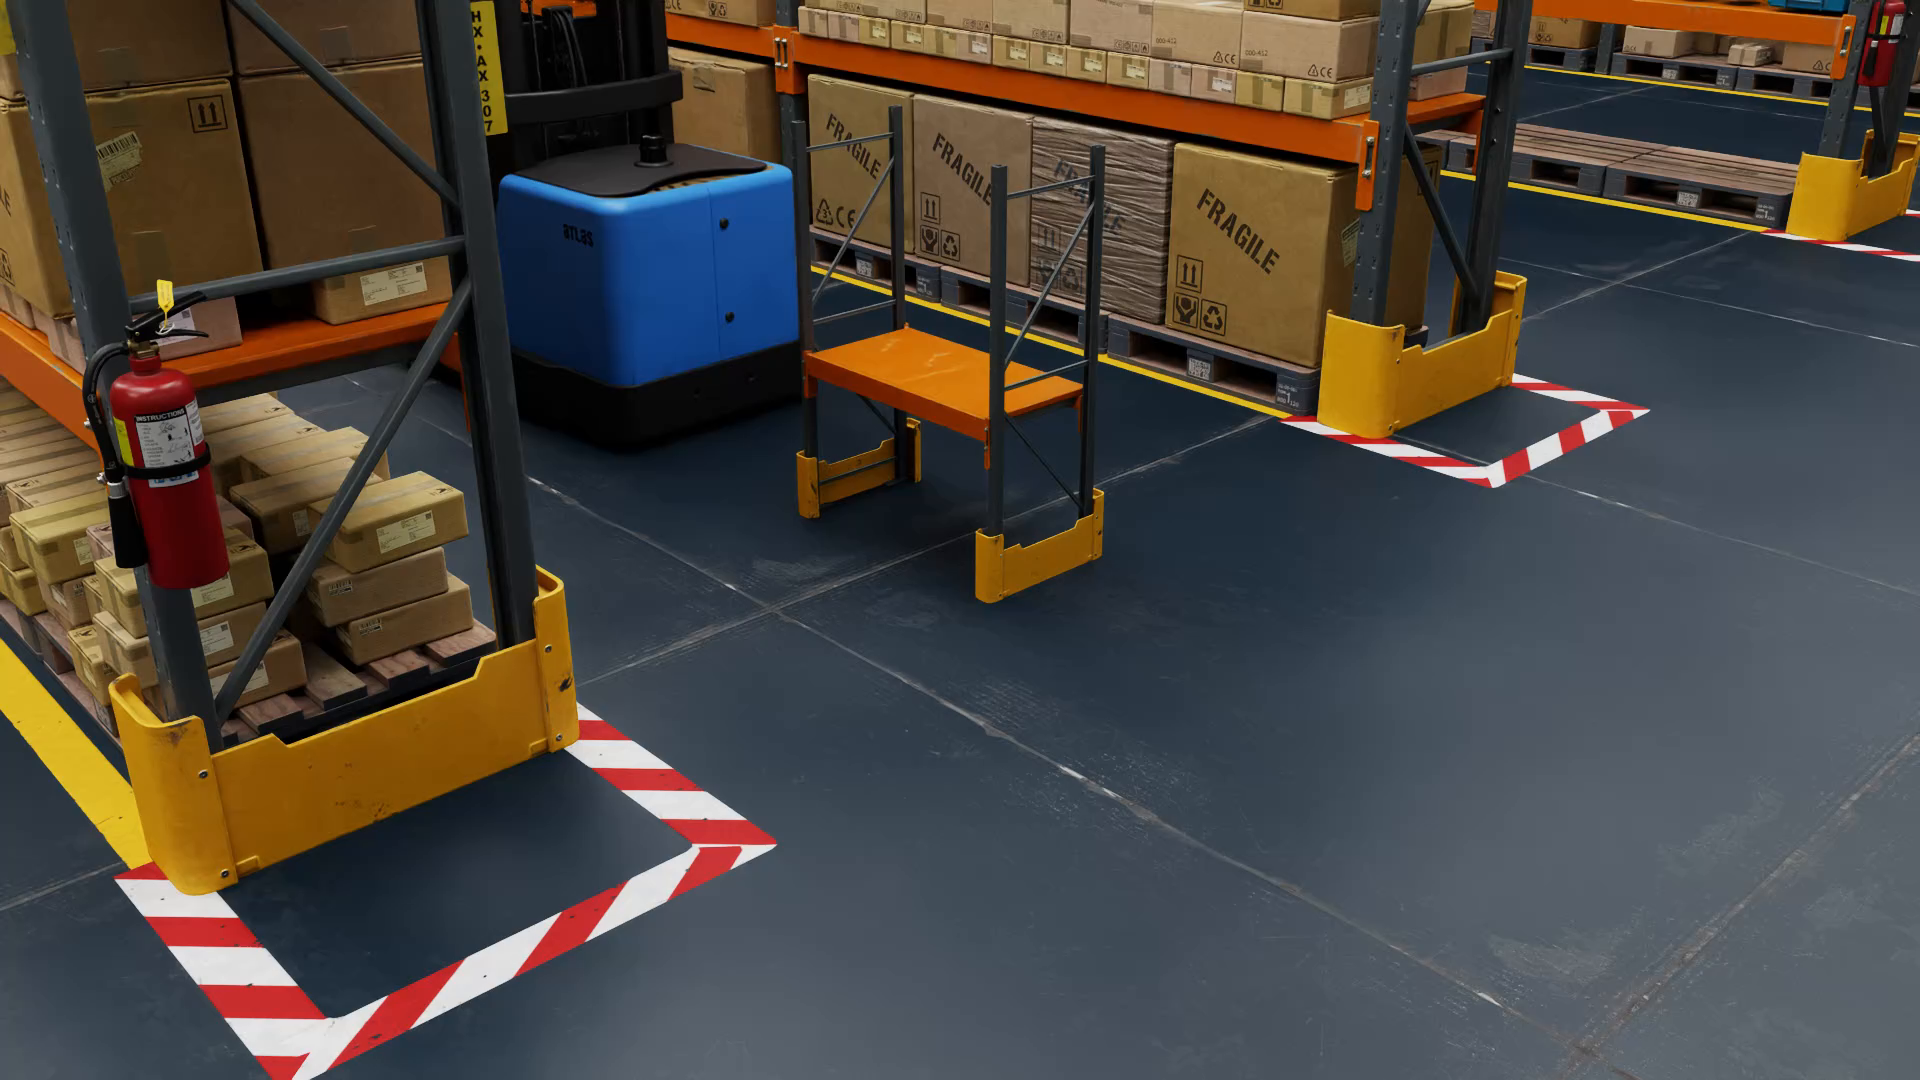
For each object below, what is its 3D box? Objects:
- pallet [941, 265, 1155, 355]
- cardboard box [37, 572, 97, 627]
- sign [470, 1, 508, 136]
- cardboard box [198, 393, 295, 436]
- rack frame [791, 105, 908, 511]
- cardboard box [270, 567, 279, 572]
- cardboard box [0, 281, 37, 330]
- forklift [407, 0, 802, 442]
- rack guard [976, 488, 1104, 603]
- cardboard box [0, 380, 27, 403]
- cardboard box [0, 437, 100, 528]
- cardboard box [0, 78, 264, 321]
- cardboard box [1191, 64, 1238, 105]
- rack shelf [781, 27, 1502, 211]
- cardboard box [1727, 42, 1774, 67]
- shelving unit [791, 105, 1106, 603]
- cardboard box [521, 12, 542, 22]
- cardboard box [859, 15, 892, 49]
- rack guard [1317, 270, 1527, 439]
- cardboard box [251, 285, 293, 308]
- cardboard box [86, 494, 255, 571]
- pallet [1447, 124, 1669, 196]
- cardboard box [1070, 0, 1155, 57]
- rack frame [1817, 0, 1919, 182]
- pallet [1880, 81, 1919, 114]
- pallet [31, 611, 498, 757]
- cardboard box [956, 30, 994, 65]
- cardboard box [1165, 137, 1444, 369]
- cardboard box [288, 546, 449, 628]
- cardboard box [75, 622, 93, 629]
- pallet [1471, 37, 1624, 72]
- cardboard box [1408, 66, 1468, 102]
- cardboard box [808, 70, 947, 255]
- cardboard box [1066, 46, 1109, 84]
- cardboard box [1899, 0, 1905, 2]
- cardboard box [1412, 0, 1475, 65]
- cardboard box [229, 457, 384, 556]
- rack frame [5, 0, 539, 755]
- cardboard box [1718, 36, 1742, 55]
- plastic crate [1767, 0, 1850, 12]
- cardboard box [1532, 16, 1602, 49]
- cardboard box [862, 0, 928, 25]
[{"bbox_3d":[0.657,-1.335,8.923,1.003,0.211,1.213,-21,32,-38],"label":"pallet"},{"bbox_3d":[-2.525,0.097,4.994,0.250,0.149,0.380,22,33,40],"label":"cardboard box"},{"bbox_3d":[-1.204,-1.186,4.192,0.100,0.325,0.005,-21,32,-38],"label":"sign"},{"bbox_3d":[-2.477,-0.358,5.633,0.380,0.149,0.250,-20,31,-37],"label":"cardboard box"},{"bbox_3d":[-0.406,-0.862,6.333,0.500,1.500,0.032,-21,32,-38],"label":"rack frame"},{"bbox_3d":[-2.137,0.089,5.369,0.380,0.149,0.250,-21,32,-38],"label":"cardboard box"},{"bbox_3d":[-2.354,-0.700,4.473,0.380,0.149,0.250,-22,32,-39],"label":"cardboard box"},{"bbox_3d":[-2.103,-2.260,7.674,3.031,2.935,1.130,22,33,40],"label":"forklift"},{"bbox_3d":[0.288,0.014,5.918,0.587,0.250,0.087,-21,32,-38],"label":"rack guard"},{"bbox_3d":[-3.340,-0.456,5.849,0.250,0.149,0.380,22,33,40],"label":"cardboard box"},{"bbox_3d":[-2.901,-0.188,5.260,0.380,0.149,0.250,-20,31,-37],"label":"cardboard box"},{"bbox_3d":[-2.095,-0.882,4.090,0.500,0.500,0.500,-20,32,-37],"label":"cardboard box"},{"bbox_3d":[1.256,-2.070,7.475,0.380,0.149,0.250,-21,32,-38],"label":"cardboard box"},{"bbox_3d":[0.723,-2.293,8.529,1.077,0.370,4.000,-21,32,-38],"label":"rack shelf"},{"bbox_3d":[7.317,-4.499,15.381,0.380,0.166,0.250,-21,32,-38],"label":"cardboard box"},{"bbox_3d":[-0.052,-0.705,5.989,0.587,1.500,1.083,-21,32,-38],"label":"shelving unit"},{"bbox_3d":[-2.921,-3.448,12.247,0.875,0.875,1.225,22,32,39],"label":"cardboard box"},{"bbox_3d":[-0.324,-2.769,9.008,0.380,0.149,0.250,-20,31,-37],"label":"cardboard box"},{"bbox_3d":[2.106,-0.870,7.554,1.175,0.500,0.348,-21,32,-38],"label":"rack guard"},{"bbox_3d":[-1.786,-0.780,4.649,0.380,0.149,0.250,-20,31,-37],"label":"cardboard box"},{"bbox_3d":[-2.276,0.016,4.812,0.380,0.149,0.250,-20,32,-37],"label":"cardboard box"},{"bbox_3d":[4.340,-2.781,12.092,1.003,0.211,1.213,-21,32,-38],"label":"pallet"},{"bbox_3d":[0.871,-2.461,7.853,0.500,0.250,0.500,22,33,40],"label":"cardboard box"},{"bbox_3d":[5.705,-3.419,10.131,1.000,3.000,0.127,-21,32,-38],"label":"rack frame"},{"bbox_3d":[8.726,-3.819,14.367,1.003,0.211,1.213,-21,32,-38],"label":"pallet"},{"bbox_3d":[-2.181,0.352,5.225,1.003,0.211,1.213,-21,32,-38],"label":"pallet"},{"bbox_3d":[0.202,-2.535,8.496,0.380,0.149,0.250,-21,32,-38],"label":"cardboard box"},{"bbox_3d":[1.594,-1.410,7.781,0.875,0.875,0.875,-21,32,-38],"label":"cardboard box"},{"bbox_3d":[-1.770,0.101,4.985,0.380,0.149,0.250,-20,31,-36],"label":"cardboard box"},{"bbox_3d":[-2.479,0.214,5.096,0.380,0.149,0.250,-21,32,-39],"label":"cardboard box"},{"bbox_3d":[6.006,-5.002,16.961,1.003,0.211,1.213,-21,32,-38],"label":"pallet"},{"bbox_3d":[2.088,-2.101,7.545,0.380,0.149,0.250,-21,32,-38],"label":"cardboard box"},{"bbox_3d":[-0.251,-2.228,9.574,0.875,0.875,0.875,-21,32,-38],"label":"cardboard box"},{"bbox_3d":[0.729,-2.302,7.985,0.380,0.149,0.250,-21,32,-38],"label":"cardboard box"},{"bbox_3d":[10.640,-6.240,18.820,0.700,0.500,0.500,-21,32,-38],"label":"cardboard box"},{"bbox_3d":[1.959,-2.303,7.508,0.500,0.250,0.500,-22,33,-40],"label":"cardboard box"},{"bbox_3d":[-1.986,-0.107,5.083,0.380,0.149,0.250,-21,32,-38],"label":"cardboard box"},{"bbox_3d":[-1.600,-0.638,4.034,1.000,3.000,0.127,-21,32,-38],"label":"rack frame"},{"bbox_3d":[7.486,-4.750,15.952,0.380,0.149,0.250,-21,32,-38],"label":"cardboard box"},{"bbox_3d":[5.340,-3.511,10.218,0.616,0.435,0.499,-21,32,-38],"label":"plastic crate"},{"bbox_3d":[6.043,-5.166,16.443,0.500,0.500,0.500,-21,32,-39],"label":"cardboard box"},{"bbox_3d":[-0.178,-2.925,8.869,0.500,0.250,0.500,-21,32,-39],"label":"cardboard box"}]
